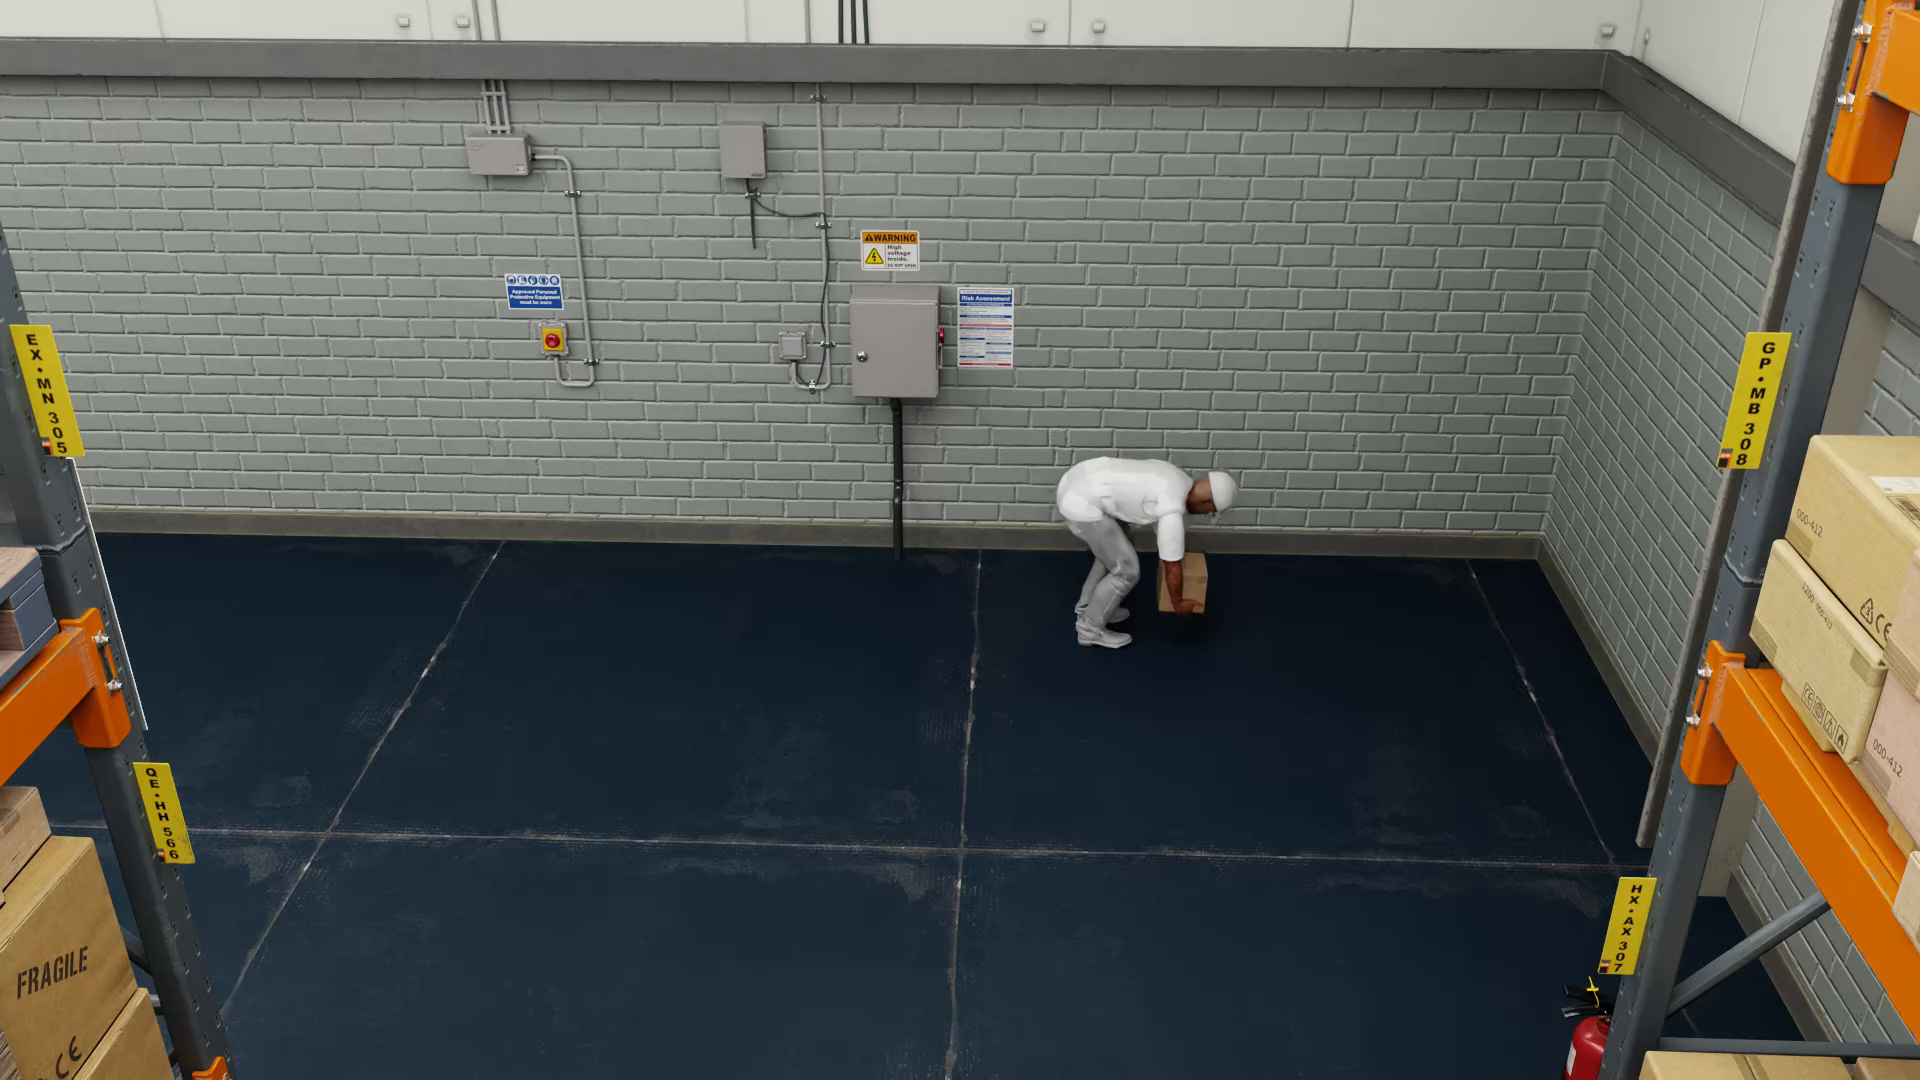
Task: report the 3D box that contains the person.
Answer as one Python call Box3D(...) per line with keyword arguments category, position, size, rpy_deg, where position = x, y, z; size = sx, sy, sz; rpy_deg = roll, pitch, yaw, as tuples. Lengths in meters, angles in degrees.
Box3D(category="person", position=(1.023, 0.048, 9.252), size=(0.982, 1.065, 0.482), rpy_deg=(0, 28, 0))
